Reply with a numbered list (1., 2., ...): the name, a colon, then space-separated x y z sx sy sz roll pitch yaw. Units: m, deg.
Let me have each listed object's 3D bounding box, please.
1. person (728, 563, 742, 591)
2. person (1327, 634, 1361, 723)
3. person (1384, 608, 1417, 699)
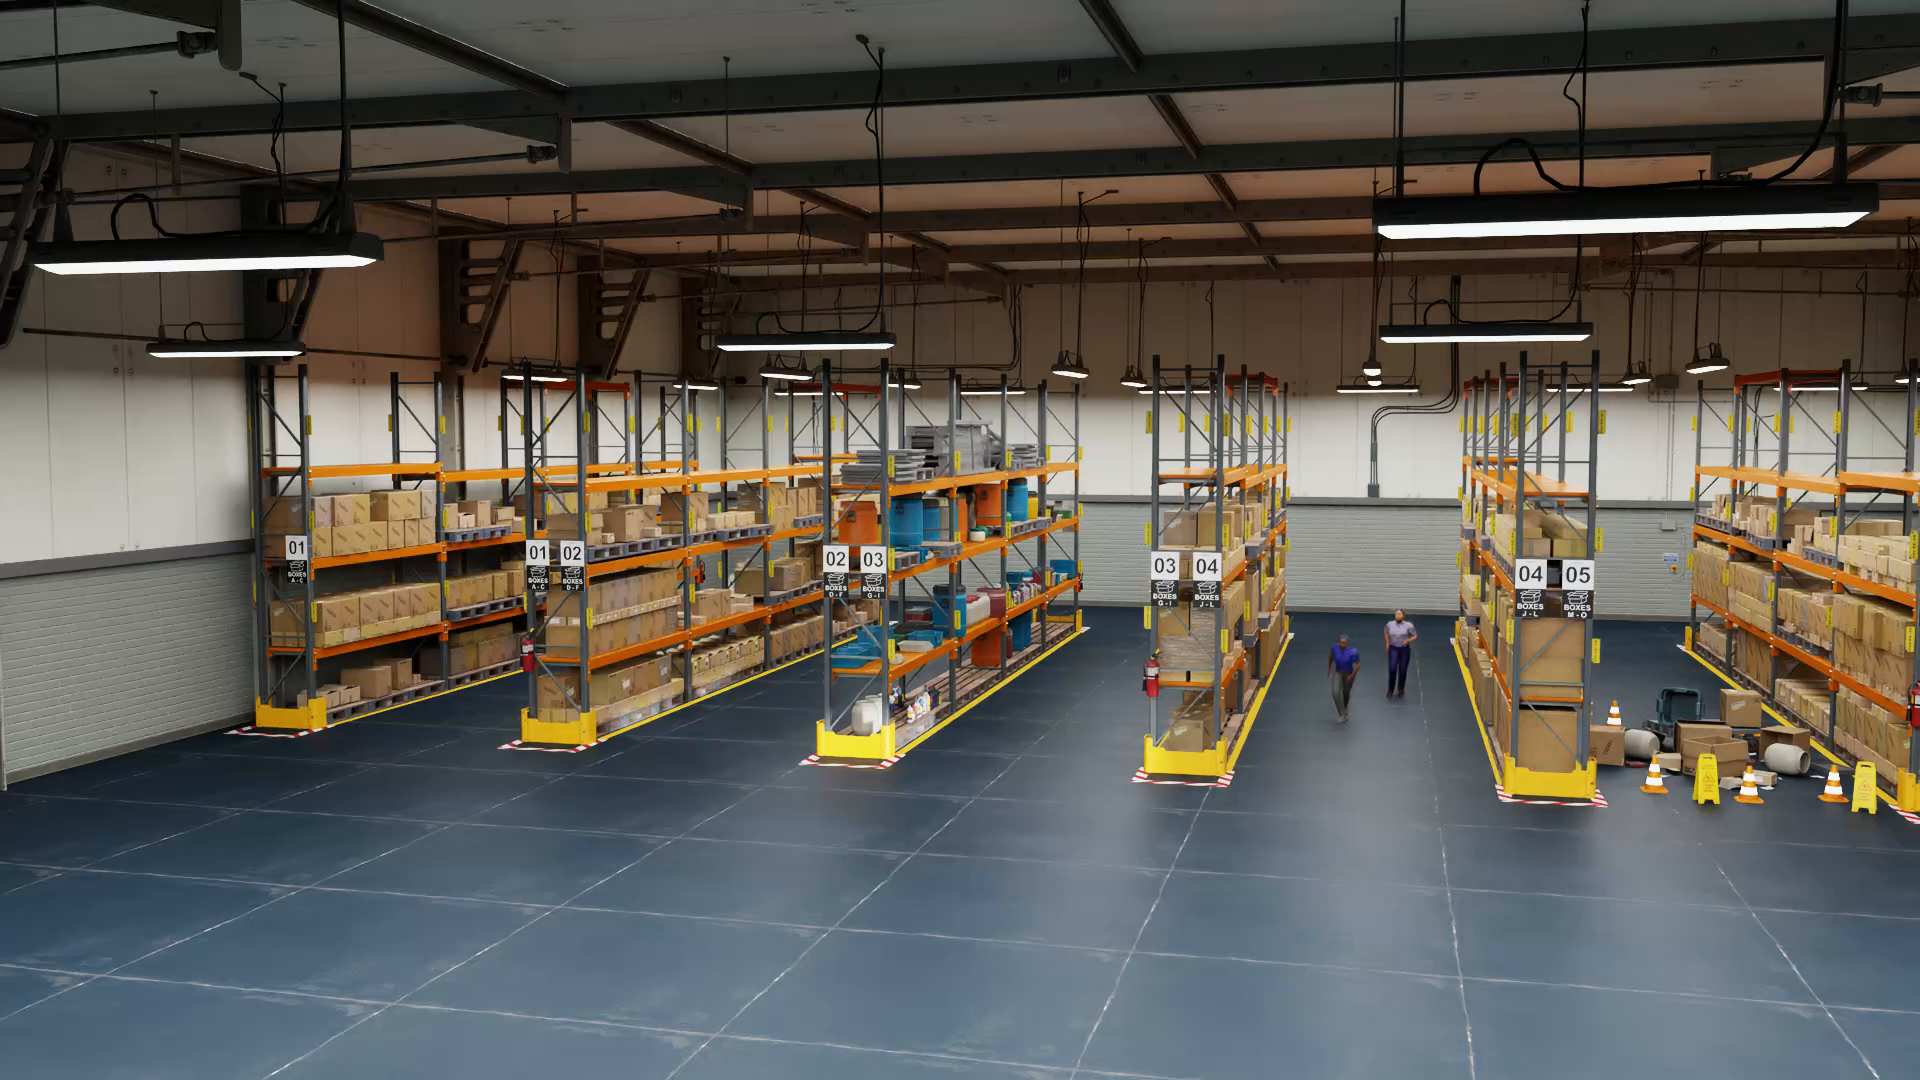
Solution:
1. person: -5.197 1.407 39.453 0.719 1.749 1.073 0 4 0
2. person: 6.535 2.296 28.215 0.577 1.510 1.013 2 4 21
3. person: 8.082 2.091 30.510 0.582 1.683 0.726 1 4 14
